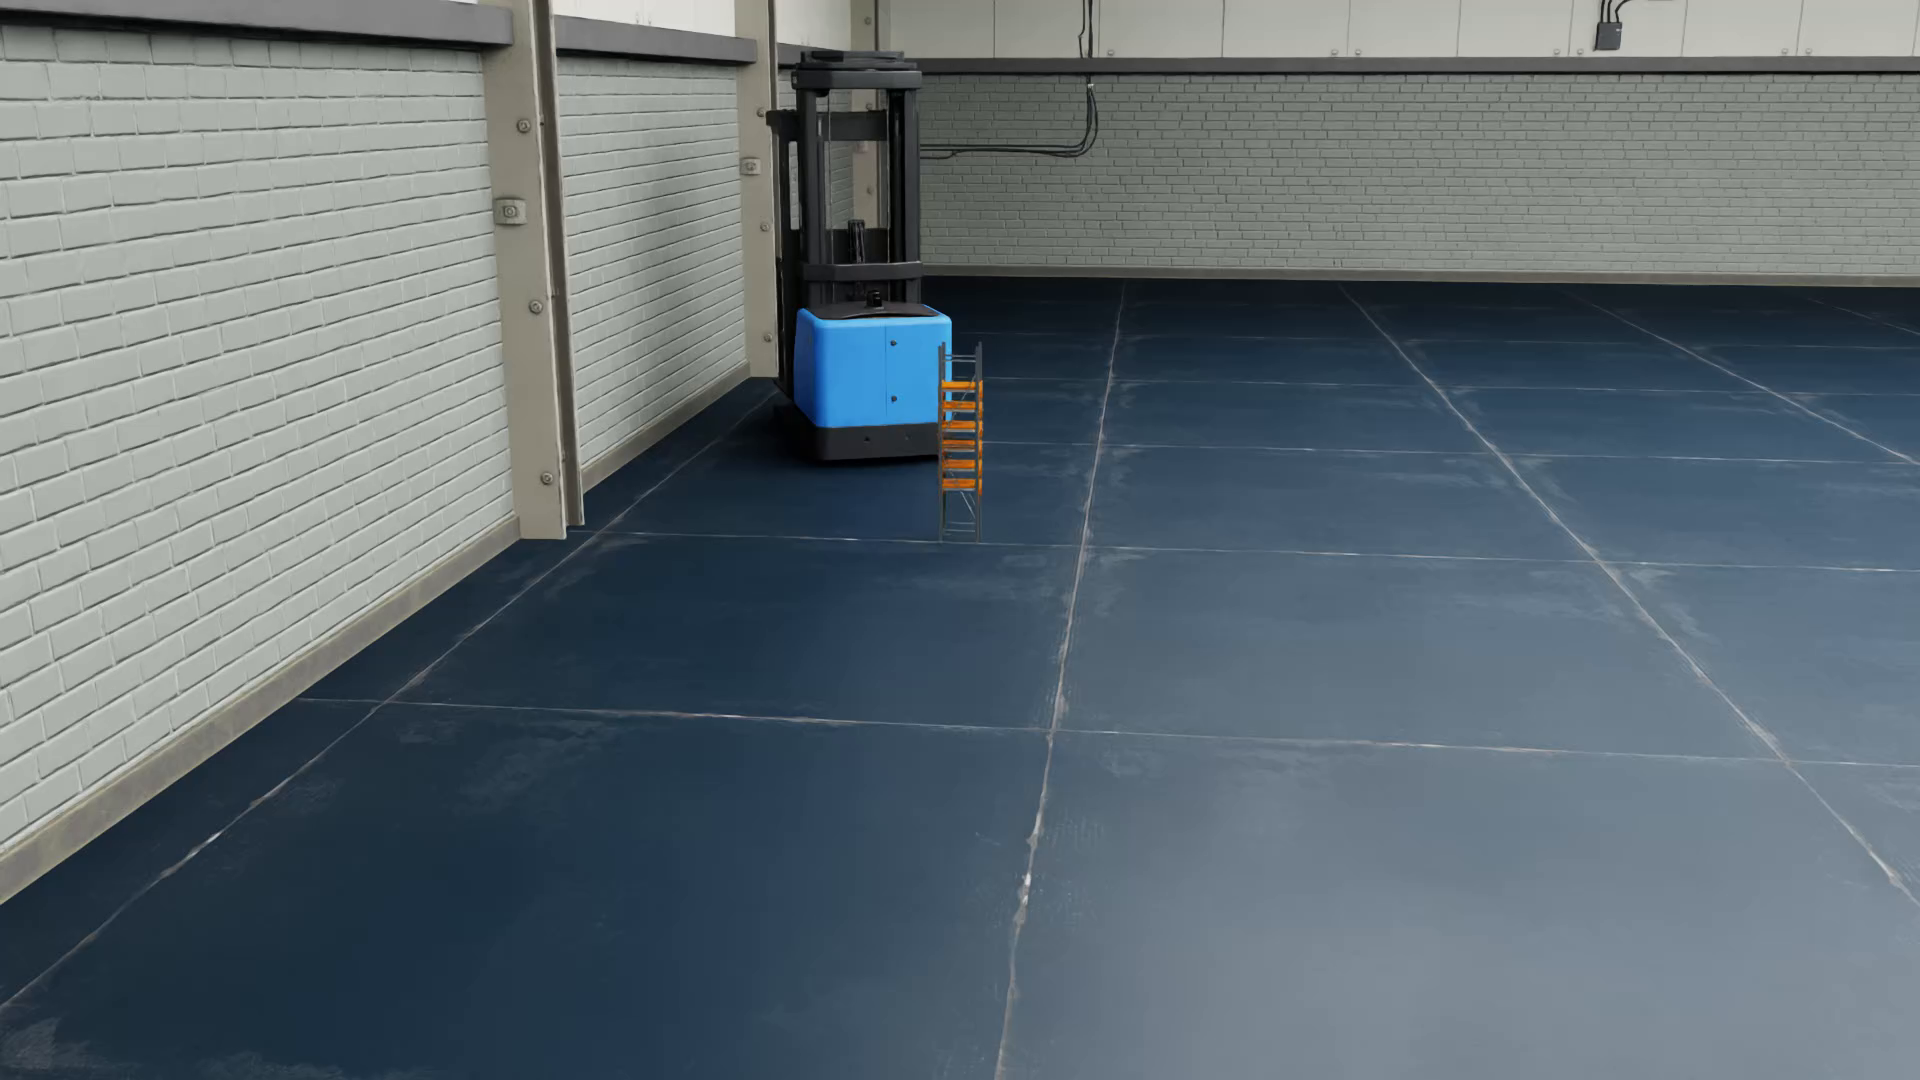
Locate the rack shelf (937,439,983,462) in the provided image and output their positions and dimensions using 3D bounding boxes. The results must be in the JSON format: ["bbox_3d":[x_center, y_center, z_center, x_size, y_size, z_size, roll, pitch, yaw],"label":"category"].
[{"bbox_3d":[0.002,-0.540,10.031,0.258,0.103,0.180,2,15,6],"label":"rack shelf"}]

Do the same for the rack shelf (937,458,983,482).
[{"bbox_3d":[0.002,-0.424,10.062,0.258,0.103,0.180,2,15,6],"label":"rack shelf"}]

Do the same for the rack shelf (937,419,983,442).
[{"bbox_3d":[0.002,-0.656,10.000,0.258,0.103,0.180,2,15,6],"label":"rack shelf"}]

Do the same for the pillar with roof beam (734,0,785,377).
[{"bbox_3d":[2.398,-5.833,14.493,9.100,9.000,0.400,2,15,6],"label":"pillar with roof beam"}]

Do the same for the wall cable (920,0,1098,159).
[{"bbox_3d":[0.444,-6.742,23.804,3.097,2.526,0.112,2,15,6],"label":"wall cable"}]

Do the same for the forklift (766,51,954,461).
[{"bbox_3d":[-0.909,-2.332,13.172,1.130,2.935,3.031,-4,16,-14],"label":"forklift"}]

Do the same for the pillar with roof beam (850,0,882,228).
[{"bbox_3d":[3.075,-7.389,20.248,9.100,9.000,0.400,2,15,6],"label":"pillar with roof beam"}]

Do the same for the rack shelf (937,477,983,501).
[{"bbox_3d":[0.002,-0.308,10.094,0.258,0.103,0.180,2,15,6],"label":"rack shelf"}]

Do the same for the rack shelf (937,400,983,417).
[{"bbox_3d":[0.002,-0.772,9.968,0.258,0.103,0.180,2,15,6],"label":"rack shelf"}]

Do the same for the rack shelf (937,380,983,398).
[{"bbox_3d":[0.002,-0.888,9.937,0.258,0.103,0.180,2,15,6],"label":"rack shelf"}]

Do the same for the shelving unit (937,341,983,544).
[{"bbox_3d":[0.002,-0.583,10.019,0.258,1.200,0.189,2,15,6],"label":"shelving unit"}]

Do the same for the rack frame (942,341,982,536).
[{"bbox_3d":[0.012,-0.607,10.107,0.240,1.200,0.006,2,15,6],"label":"rack frame"}]

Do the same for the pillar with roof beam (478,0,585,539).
[{"bbox_3d":[1.721,-4.277,8.738,9.100,9.000,0.400,2,15,6],"label":"pillar with roof beam"}]

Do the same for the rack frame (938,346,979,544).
[{"bbox_3d":[-0.009,-0.559,9.932,0.240,1.200,0.006,2,15,6],"label":"rack frame"}]

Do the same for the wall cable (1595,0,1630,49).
[{"bbox_3d":[9.875,-9.599,21.905,2.305,6.003,0.169,2,15,6],"label":"wall cable"}]
